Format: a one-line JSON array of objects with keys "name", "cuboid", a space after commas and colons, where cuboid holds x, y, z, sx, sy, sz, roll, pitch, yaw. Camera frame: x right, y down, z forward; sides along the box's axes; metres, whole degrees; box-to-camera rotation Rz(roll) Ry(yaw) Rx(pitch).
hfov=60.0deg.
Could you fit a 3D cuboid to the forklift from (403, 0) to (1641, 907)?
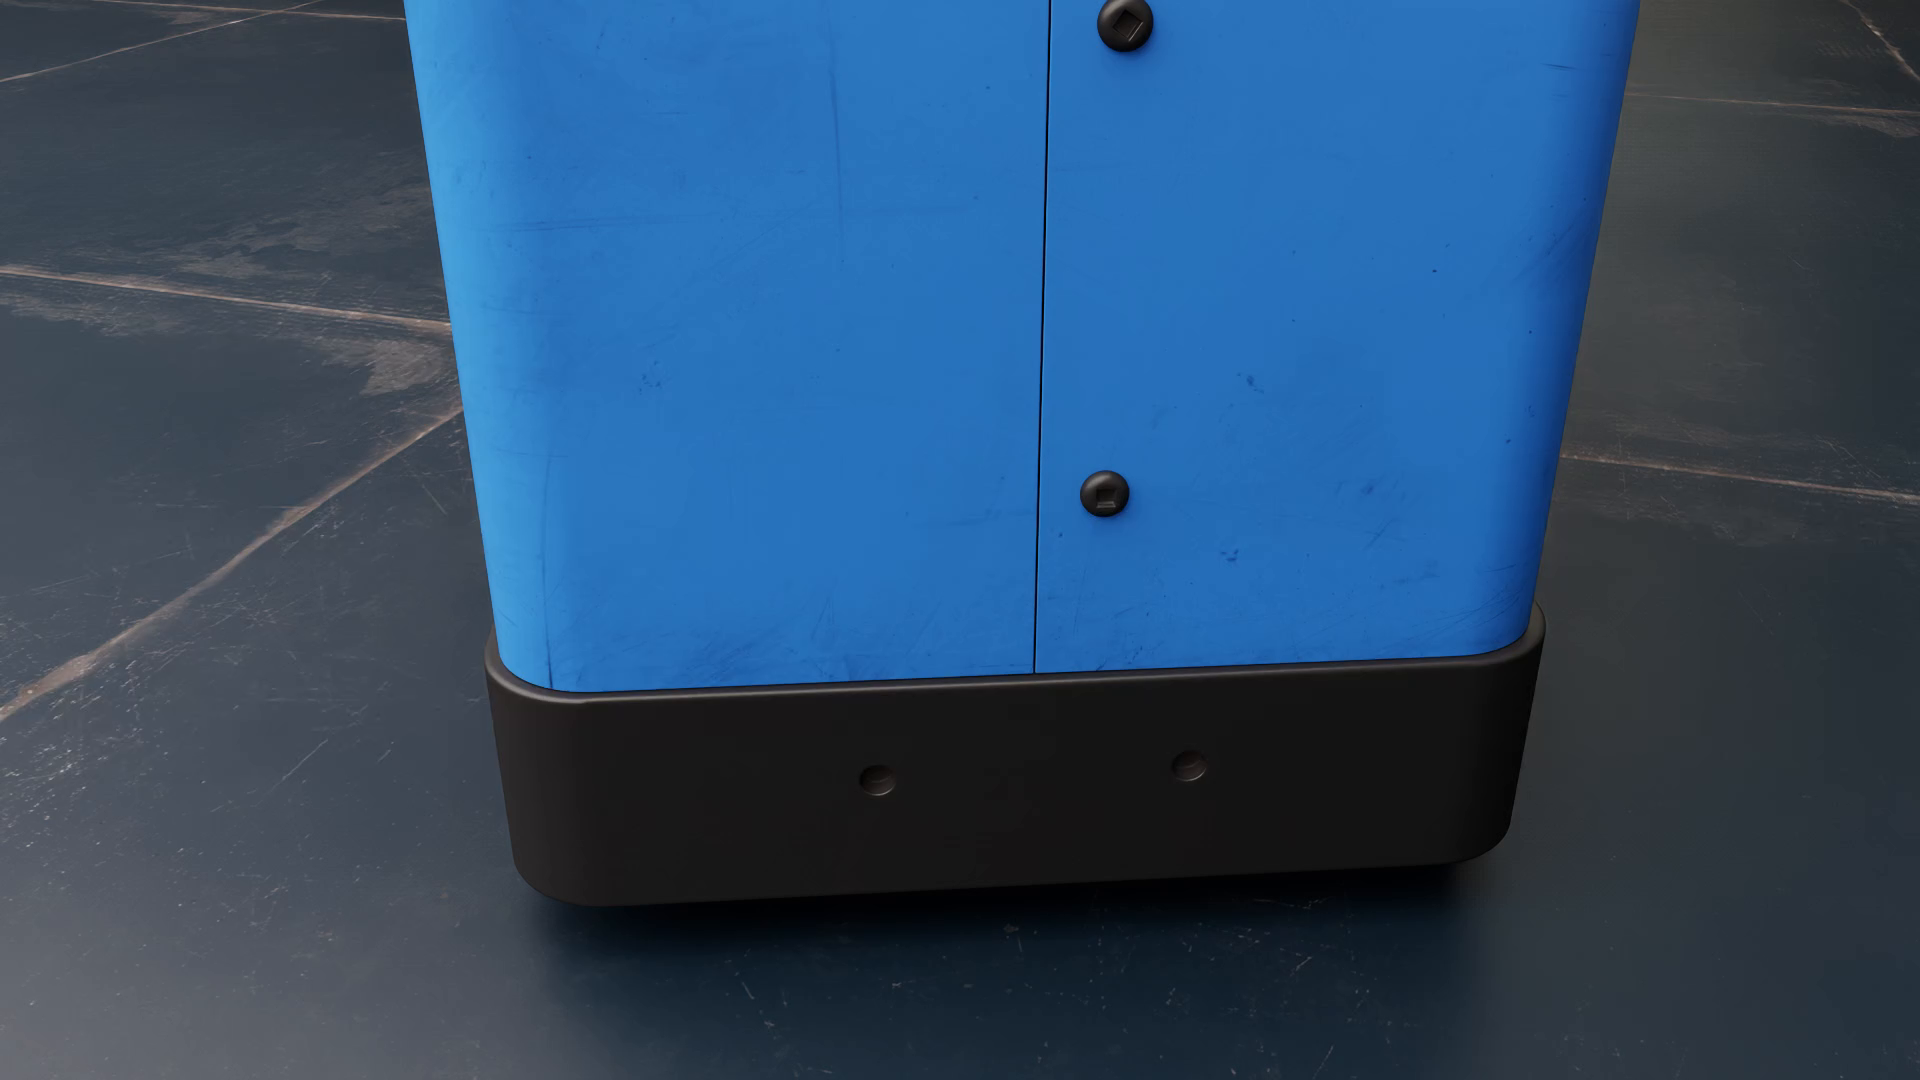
[{"name": "forklift", "cuboid": [-0.048, -1.581, 2.374, 1.130, 2.935, 3.031, -2, 27, -4]}]
